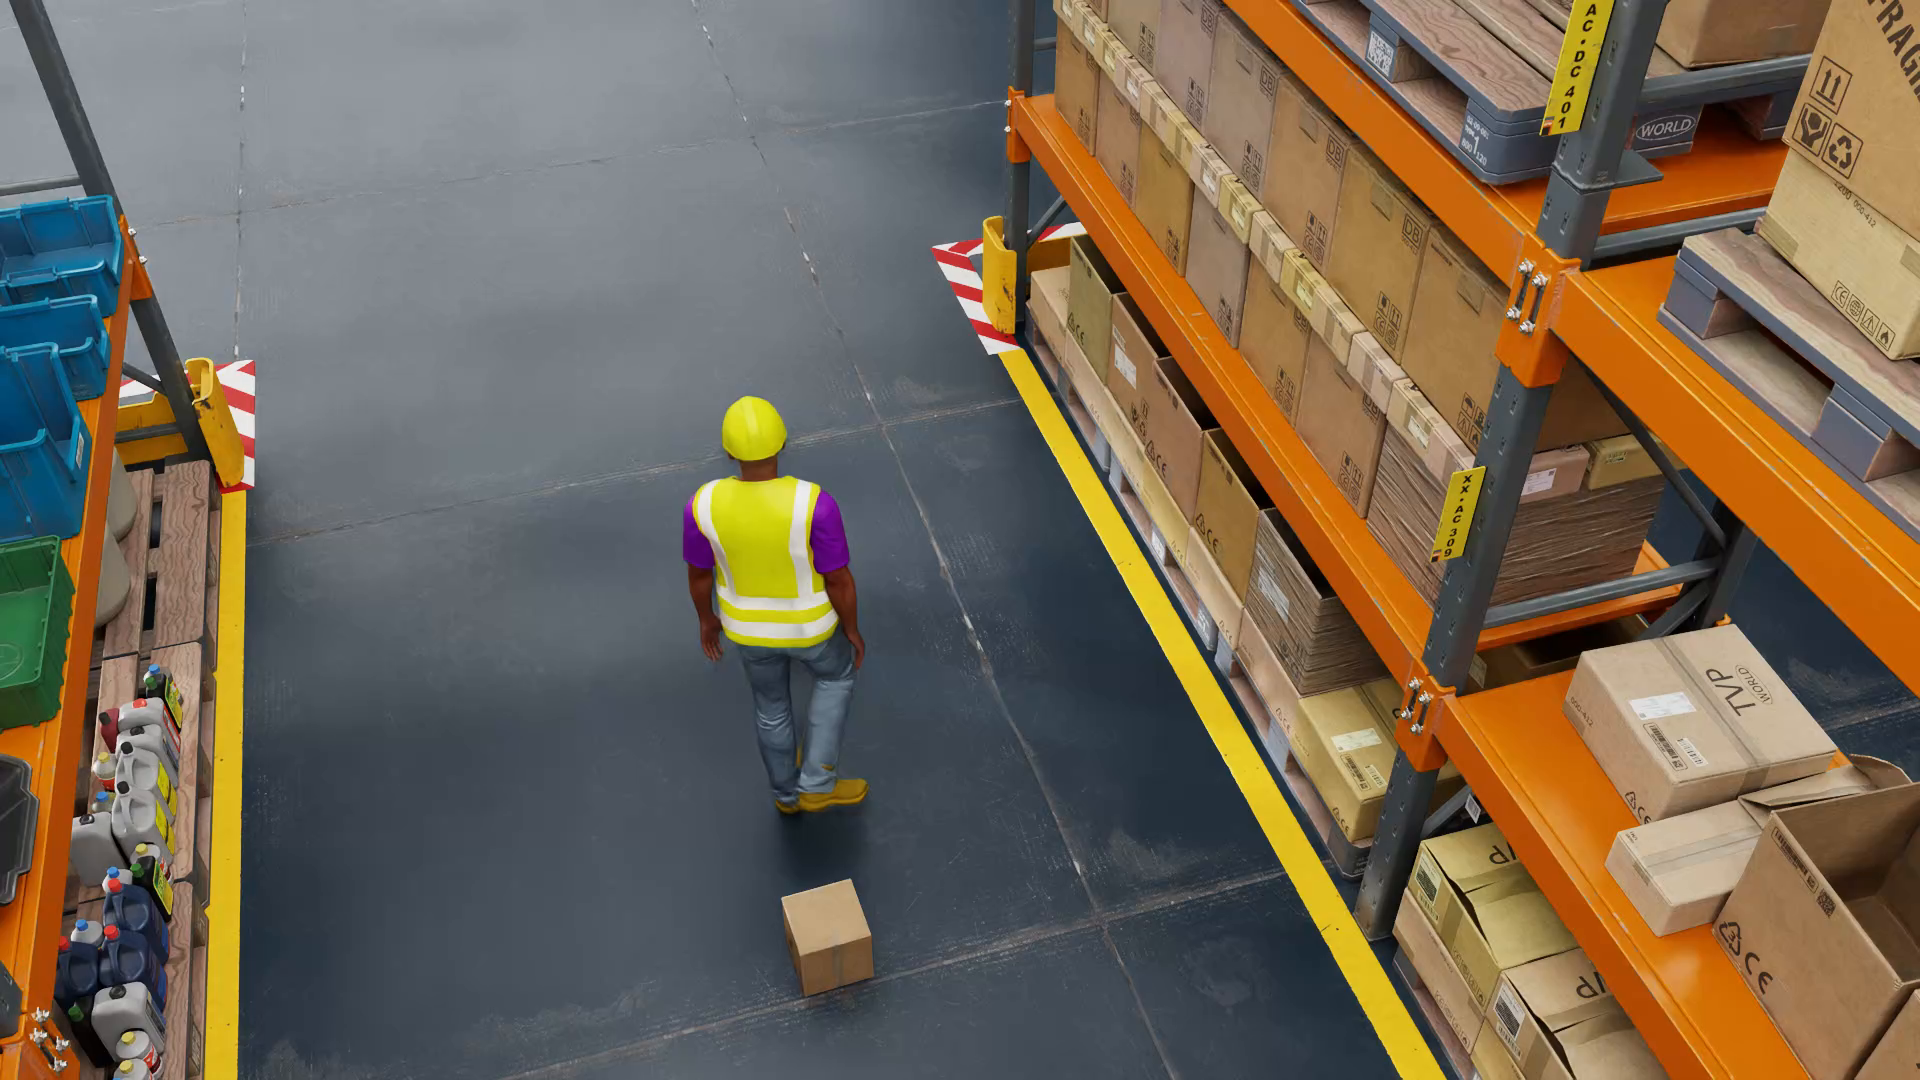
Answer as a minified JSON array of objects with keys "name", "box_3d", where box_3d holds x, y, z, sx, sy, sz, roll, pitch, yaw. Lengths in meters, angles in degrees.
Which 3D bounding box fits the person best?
[{"name":"person","box_3d":[-0.633,0.294,5.805,0.614,1.756,0.547,3,42,4]}]
